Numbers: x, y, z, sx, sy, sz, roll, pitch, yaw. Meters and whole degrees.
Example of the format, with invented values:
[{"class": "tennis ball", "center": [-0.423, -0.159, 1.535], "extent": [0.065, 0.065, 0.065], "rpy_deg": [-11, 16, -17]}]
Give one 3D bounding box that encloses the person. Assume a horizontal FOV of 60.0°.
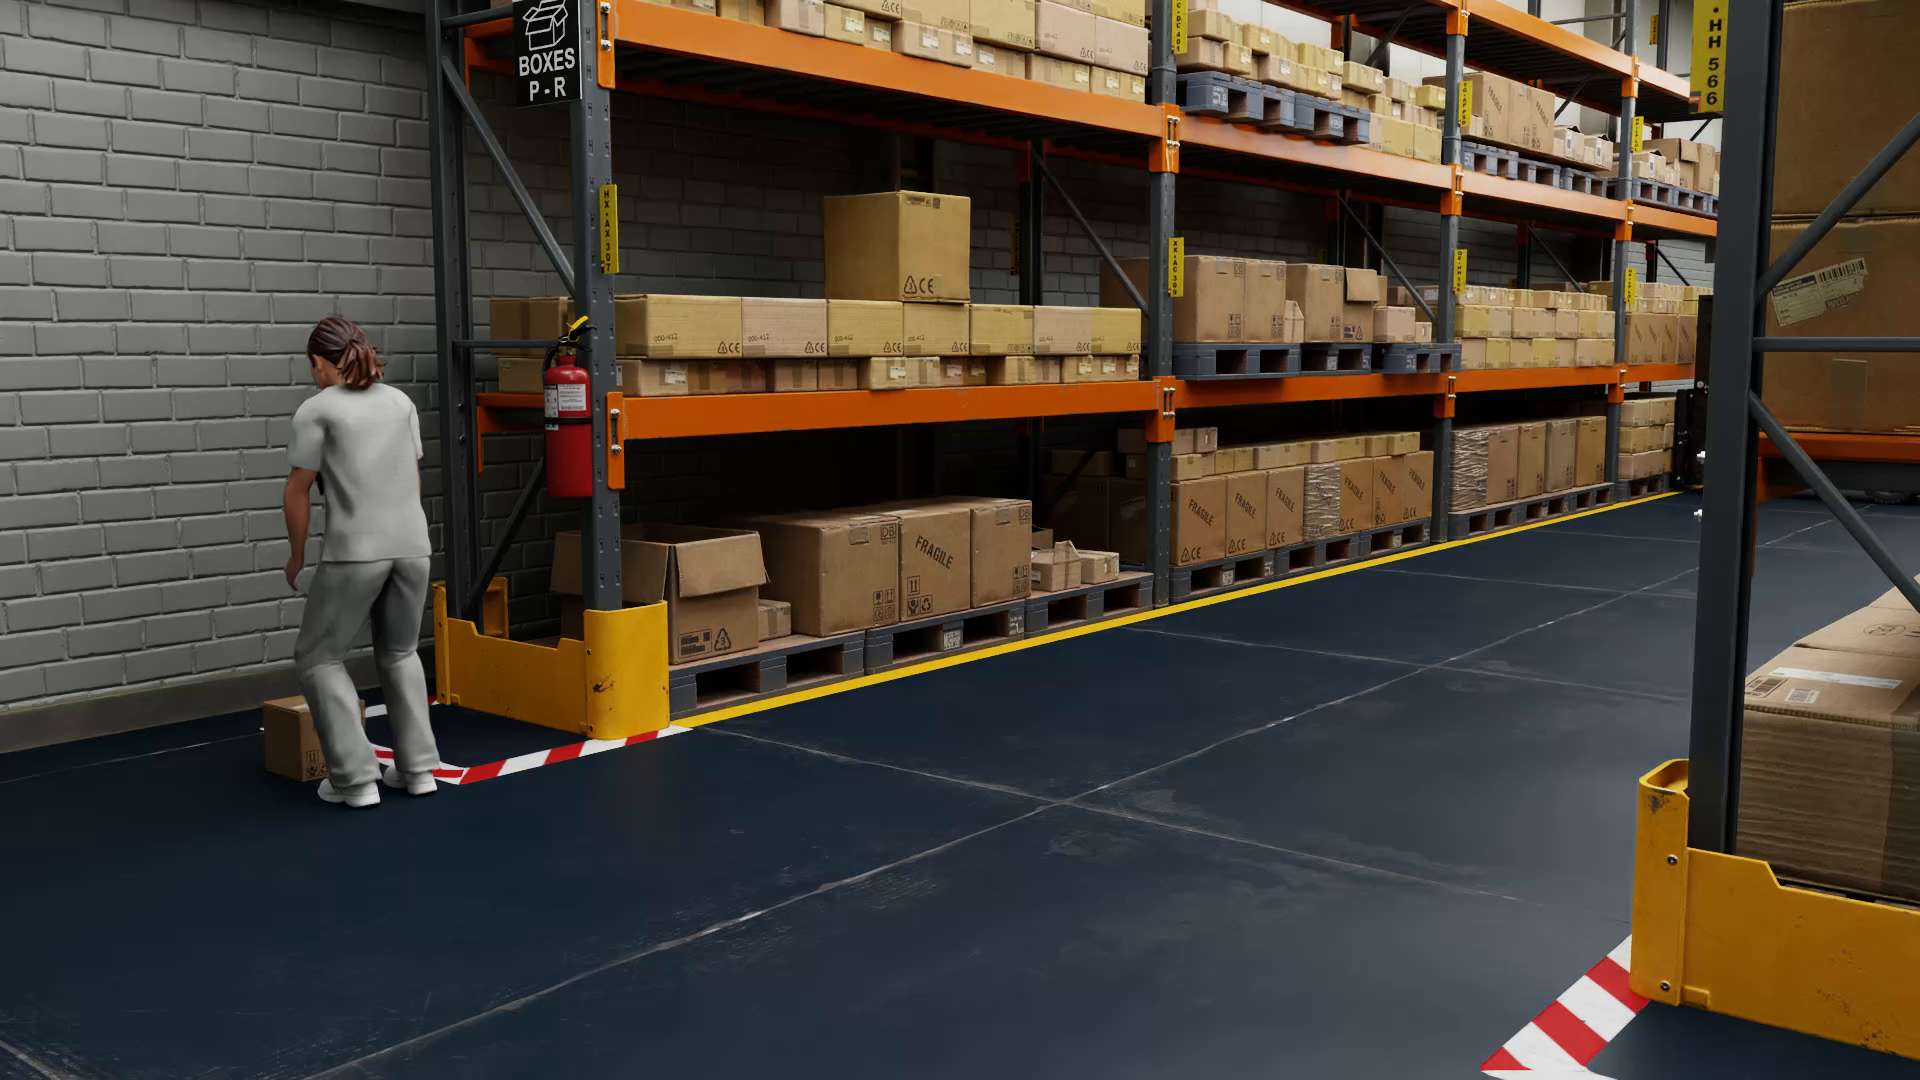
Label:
[{"class": "person", "center": [-1.989, 0.069, 5.506], "extent": [0.468, 1.603, 0.426], "rpy_deg": [-7, 9, -44]}]
